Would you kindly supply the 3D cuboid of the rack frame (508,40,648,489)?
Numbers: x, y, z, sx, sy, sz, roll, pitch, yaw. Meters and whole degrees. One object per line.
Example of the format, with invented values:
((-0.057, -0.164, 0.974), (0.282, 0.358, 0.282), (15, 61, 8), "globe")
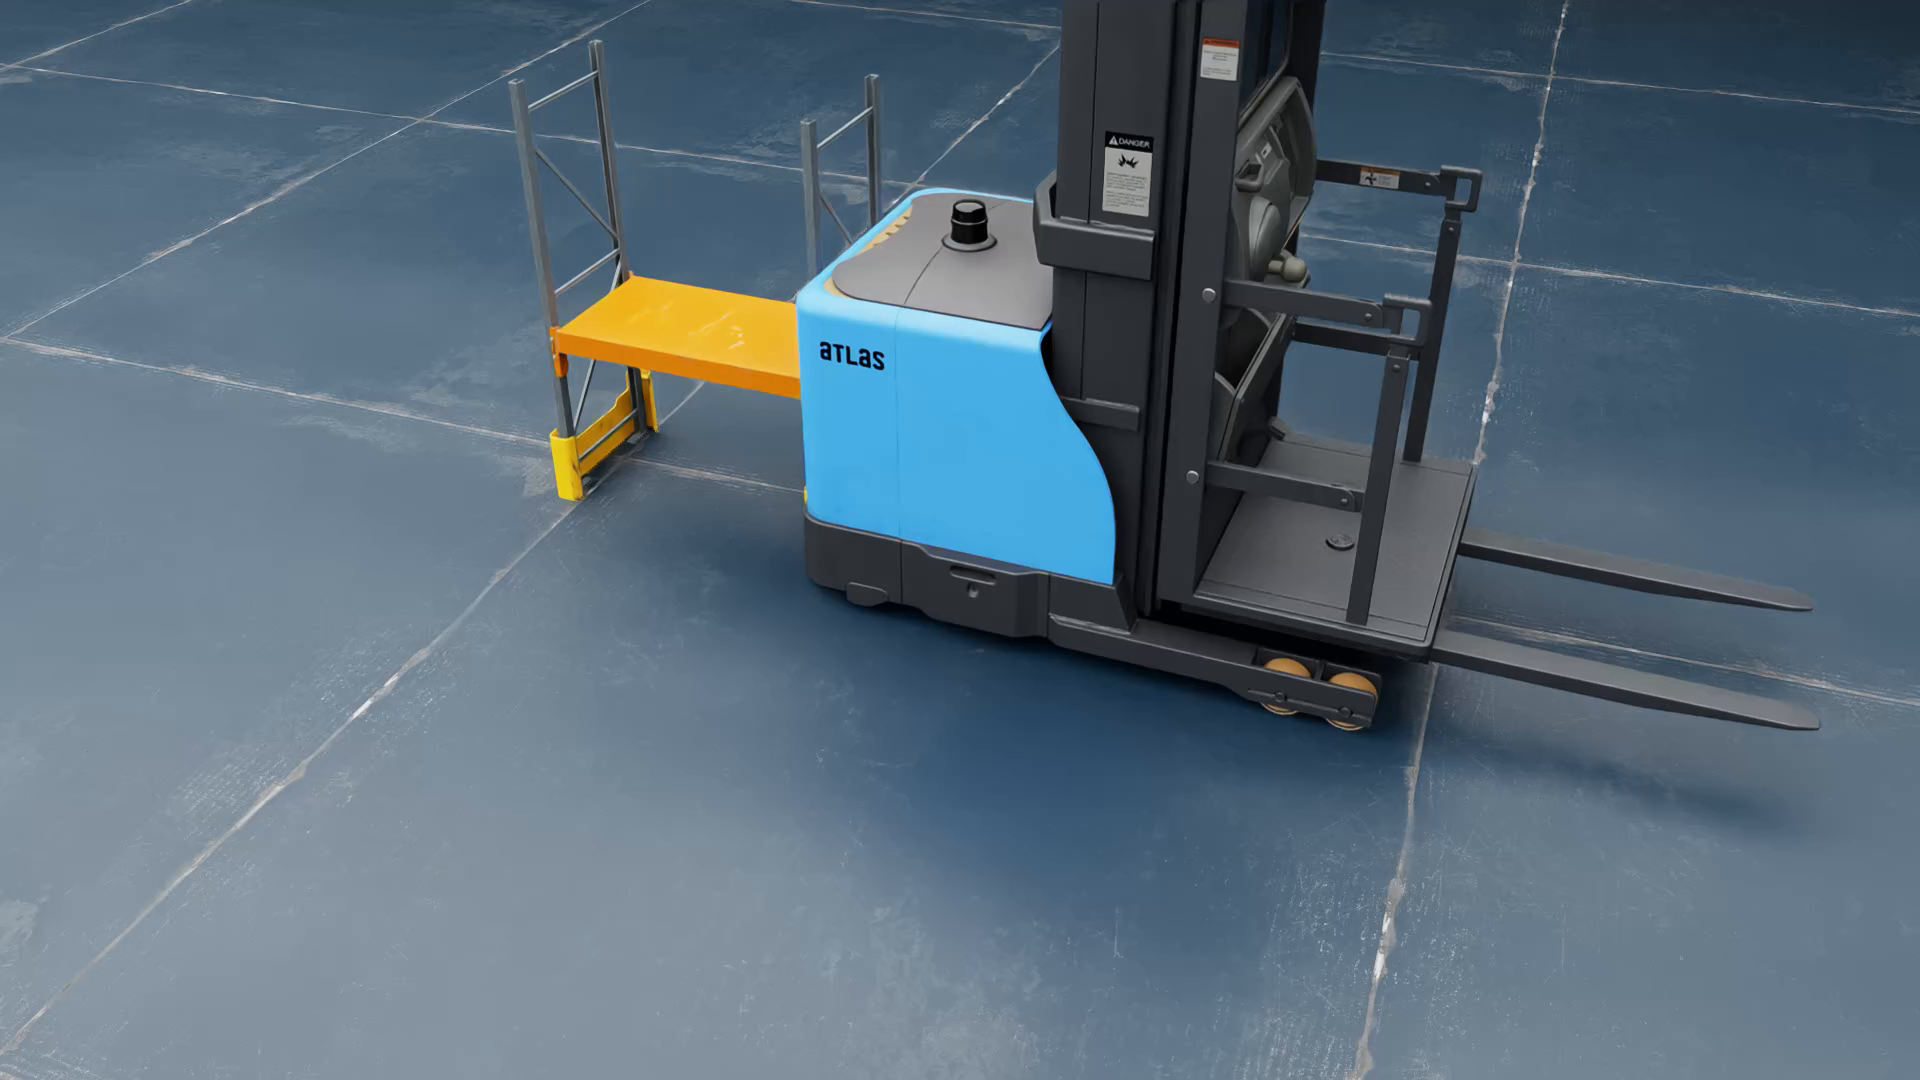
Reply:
((-1.307, -0.924, 5.798), (0.032, 1.500, 0.500), (12, 35, 18), "rack frame")

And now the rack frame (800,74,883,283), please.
((-0.363, -0.719, 5.481), (0.032, 1.500, 0.500), (12, 35, 18), "rack frame")

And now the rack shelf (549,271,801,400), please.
((-0.835, -0.671, 5.738), (1.000, 0.185, 0.538), (12, 35, 18), "rack shelf")

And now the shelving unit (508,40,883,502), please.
((-0.843, -0.824, 5.643), (1.083, 1.500, 0.587), (12, 35, 18), "shelving unit")

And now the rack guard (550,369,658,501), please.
((-1.306, -0.399, 6.137), (0.087, 0.250, 0.587), (12, 35, 18), "rack guard")

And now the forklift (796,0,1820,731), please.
((1.065, -1.000, 4.597), (3.031, 2.935, 1.130), (12, 35, 18), "forklift")

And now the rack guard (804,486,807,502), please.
((-0.381, -0.198, 5.827), (0.087, 0.250, 0.587), (12, 35, 18), "rack guard")
